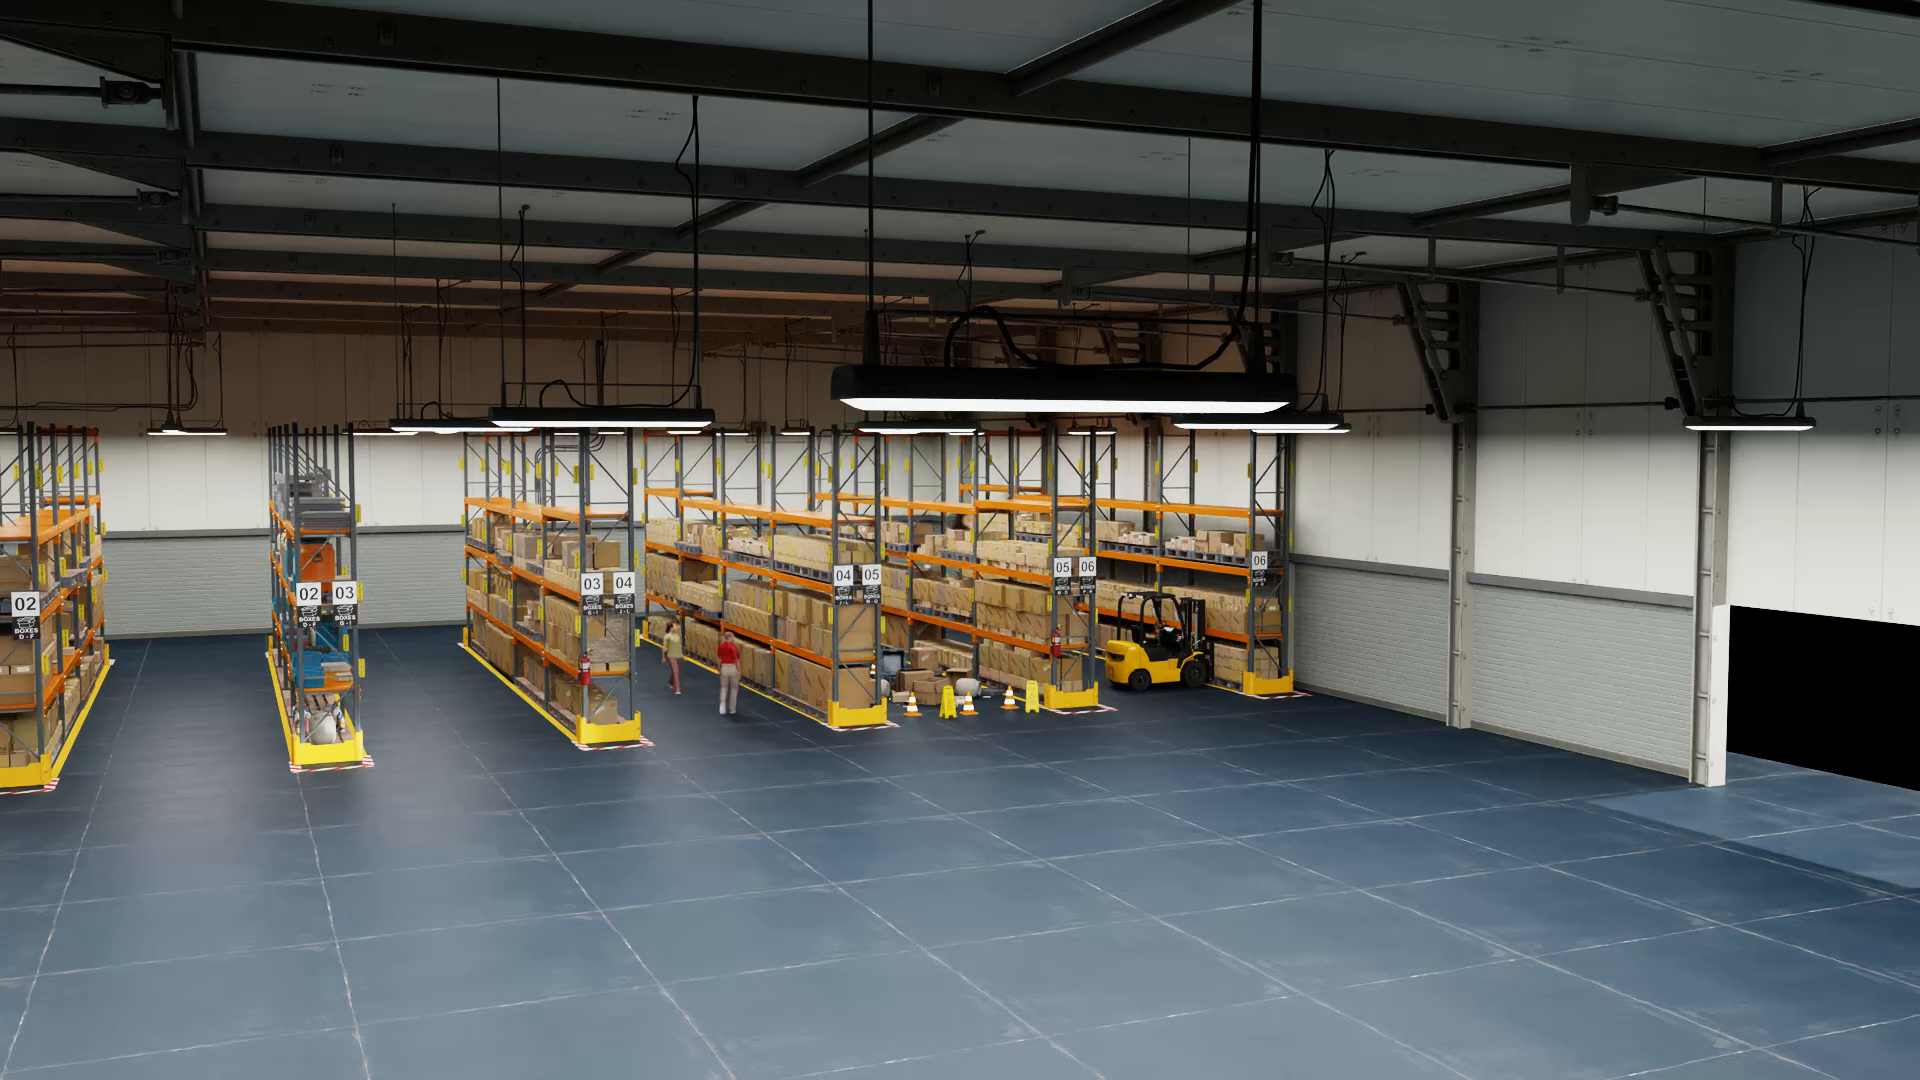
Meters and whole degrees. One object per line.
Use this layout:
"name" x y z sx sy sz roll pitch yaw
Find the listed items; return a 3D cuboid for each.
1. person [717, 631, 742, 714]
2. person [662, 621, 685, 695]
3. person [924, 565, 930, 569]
"person" -4.789 2.745 34.428 0.538 1.715 0.550 1 4 9
"person" -6.433 2.629 37.283 0.554 1.627 0.961 -2 4 -35
"person" -1.036 1.638 52.596 0.856 1.730 0.582 -2 4 -25
